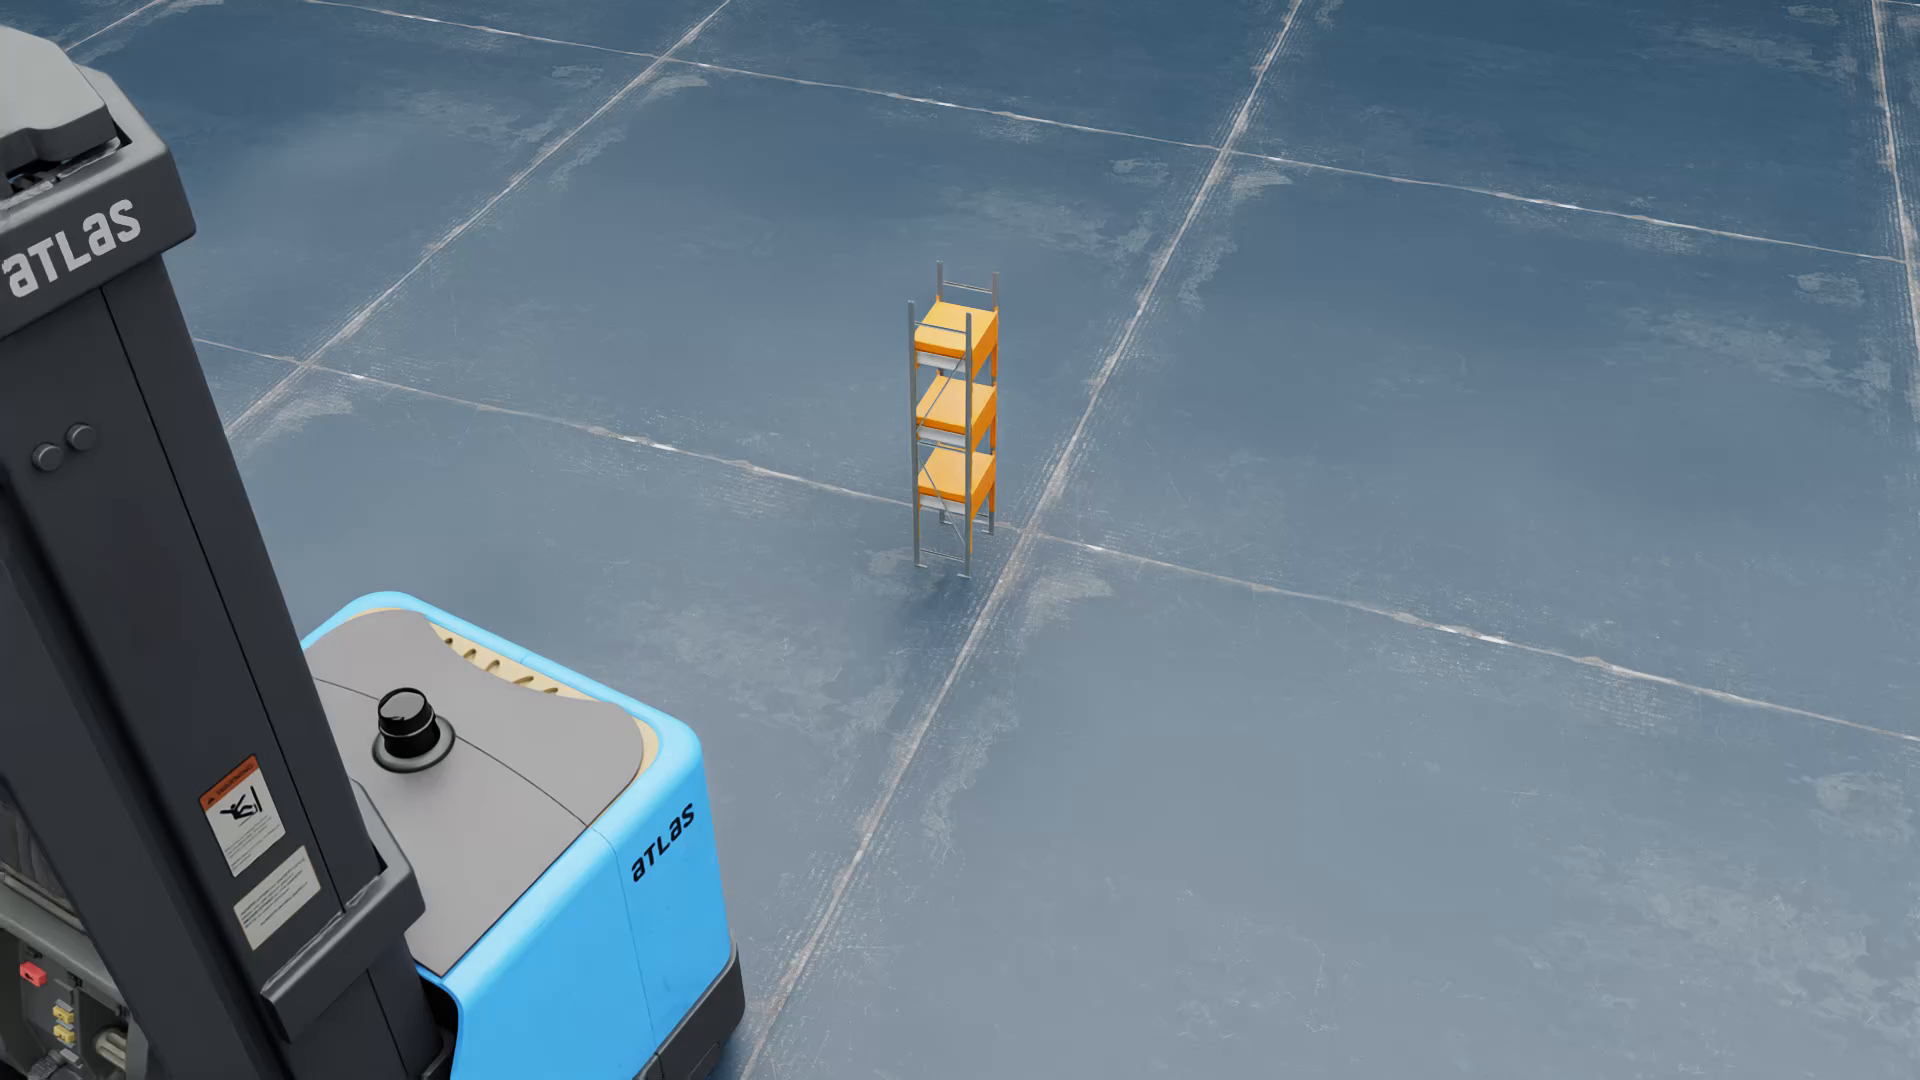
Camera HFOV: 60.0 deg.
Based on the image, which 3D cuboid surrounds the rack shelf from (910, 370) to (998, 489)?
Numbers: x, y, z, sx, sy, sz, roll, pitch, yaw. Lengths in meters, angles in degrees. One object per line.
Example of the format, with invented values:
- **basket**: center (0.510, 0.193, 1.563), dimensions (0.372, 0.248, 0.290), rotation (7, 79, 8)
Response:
- **rack shelf**: center (-0.018, -0.359, 5.378), dimensions (0.215, 0.259, 0.240), rotation (13, 42, 15)

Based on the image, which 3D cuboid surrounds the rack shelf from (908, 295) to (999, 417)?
- **rack shelf**: center (-0.018, -0.575, 5.194), dimensions (0.215, 0.259, 0.240), rotation (13, 42, 15)

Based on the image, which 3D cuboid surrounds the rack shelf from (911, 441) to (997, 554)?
- **rack shelf**: center (-0.018, -0.147, 5.558), dimensions (0.215, 0.259, 0.240), rotation (13, 42, 15)

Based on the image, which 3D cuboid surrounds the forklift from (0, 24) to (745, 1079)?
- **forklift**: center (-1.727, 0.784, 2.573), dimensions (1.130, 2.935, 3.031), rotation (21, 45, 23)

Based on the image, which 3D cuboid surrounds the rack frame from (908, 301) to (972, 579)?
- **rack frame**: center (-0.060, -0.292, 5.284), dimensions (0.200, 1.050, 0.008), rotation (13, 42, 15)

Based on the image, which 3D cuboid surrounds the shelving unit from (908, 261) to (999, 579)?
- **shelving unit**: center (-0.018, -0.367, 5.371), dimensions (0.215, 1.050, 0.252), rotation (13, 42, 15)

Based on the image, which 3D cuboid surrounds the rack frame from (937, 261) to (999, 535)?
- **rack frame**: center (0.023, -0.441, 5.458), dimensions (0.200, 1.050, 0.008), rotation (13, 42, 15)
